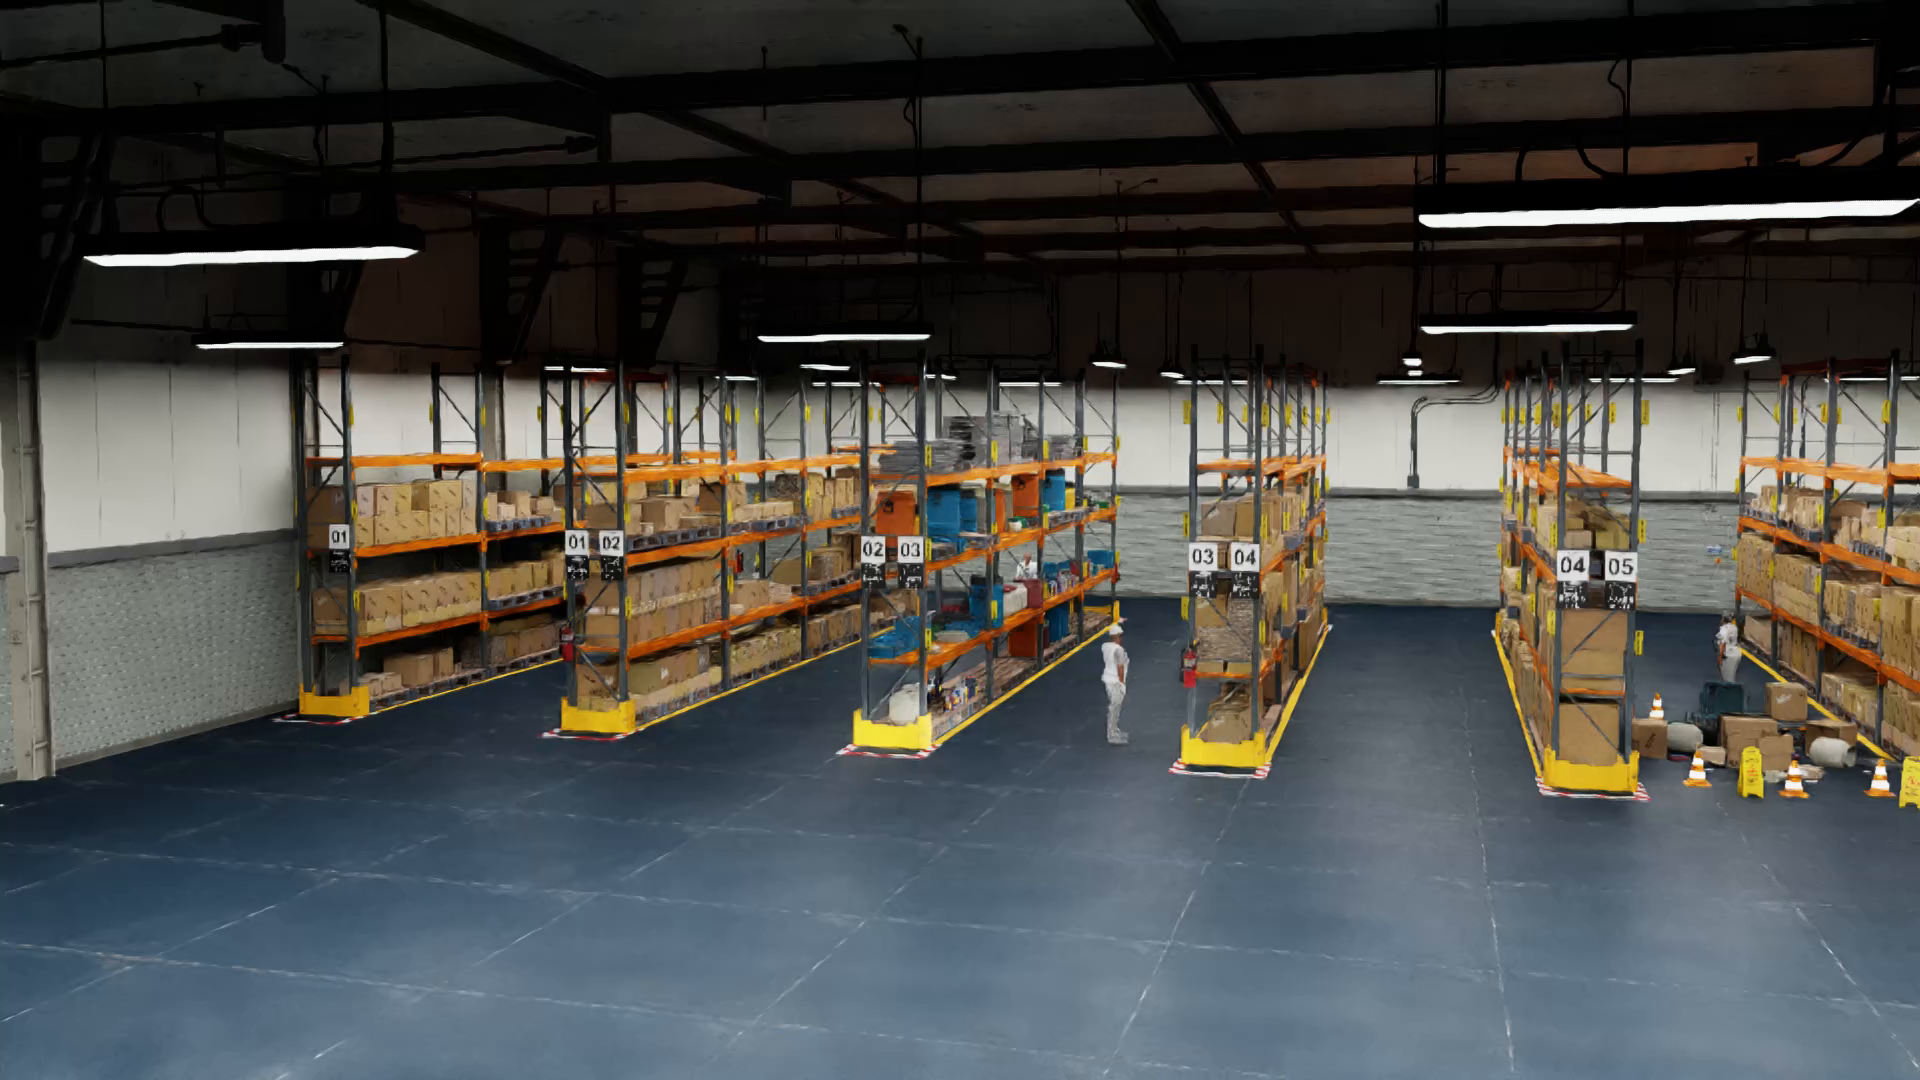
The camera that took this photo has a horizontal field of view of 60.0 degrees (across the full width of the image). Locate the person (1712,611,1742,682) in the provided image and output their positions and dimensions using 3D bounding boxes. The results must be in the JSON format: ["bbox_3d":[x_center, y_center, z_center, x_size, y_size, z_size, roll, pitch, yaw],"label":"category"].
[{"bbox_3d":[13.079,2.036,28.409,0.556,1.653,0.597,4,6,43],"label":"person"}]

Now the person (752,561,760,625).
[{"bbox_3d":[-4.440,1.308,37.255,0.444,1.775,0.581,-1,4,-16],"label":"person"}]

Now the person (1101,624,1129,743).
[{"bbox_3d":[2.419,2.184,25.490,0.455,1.786,0.620,-1,4,-16],"label":"person"}]

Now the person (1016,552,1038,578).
[{"bbox_3d":[1.627,1.127,40.130,0.585,1.698,1.194,1,5,18],"label":"person"}]
